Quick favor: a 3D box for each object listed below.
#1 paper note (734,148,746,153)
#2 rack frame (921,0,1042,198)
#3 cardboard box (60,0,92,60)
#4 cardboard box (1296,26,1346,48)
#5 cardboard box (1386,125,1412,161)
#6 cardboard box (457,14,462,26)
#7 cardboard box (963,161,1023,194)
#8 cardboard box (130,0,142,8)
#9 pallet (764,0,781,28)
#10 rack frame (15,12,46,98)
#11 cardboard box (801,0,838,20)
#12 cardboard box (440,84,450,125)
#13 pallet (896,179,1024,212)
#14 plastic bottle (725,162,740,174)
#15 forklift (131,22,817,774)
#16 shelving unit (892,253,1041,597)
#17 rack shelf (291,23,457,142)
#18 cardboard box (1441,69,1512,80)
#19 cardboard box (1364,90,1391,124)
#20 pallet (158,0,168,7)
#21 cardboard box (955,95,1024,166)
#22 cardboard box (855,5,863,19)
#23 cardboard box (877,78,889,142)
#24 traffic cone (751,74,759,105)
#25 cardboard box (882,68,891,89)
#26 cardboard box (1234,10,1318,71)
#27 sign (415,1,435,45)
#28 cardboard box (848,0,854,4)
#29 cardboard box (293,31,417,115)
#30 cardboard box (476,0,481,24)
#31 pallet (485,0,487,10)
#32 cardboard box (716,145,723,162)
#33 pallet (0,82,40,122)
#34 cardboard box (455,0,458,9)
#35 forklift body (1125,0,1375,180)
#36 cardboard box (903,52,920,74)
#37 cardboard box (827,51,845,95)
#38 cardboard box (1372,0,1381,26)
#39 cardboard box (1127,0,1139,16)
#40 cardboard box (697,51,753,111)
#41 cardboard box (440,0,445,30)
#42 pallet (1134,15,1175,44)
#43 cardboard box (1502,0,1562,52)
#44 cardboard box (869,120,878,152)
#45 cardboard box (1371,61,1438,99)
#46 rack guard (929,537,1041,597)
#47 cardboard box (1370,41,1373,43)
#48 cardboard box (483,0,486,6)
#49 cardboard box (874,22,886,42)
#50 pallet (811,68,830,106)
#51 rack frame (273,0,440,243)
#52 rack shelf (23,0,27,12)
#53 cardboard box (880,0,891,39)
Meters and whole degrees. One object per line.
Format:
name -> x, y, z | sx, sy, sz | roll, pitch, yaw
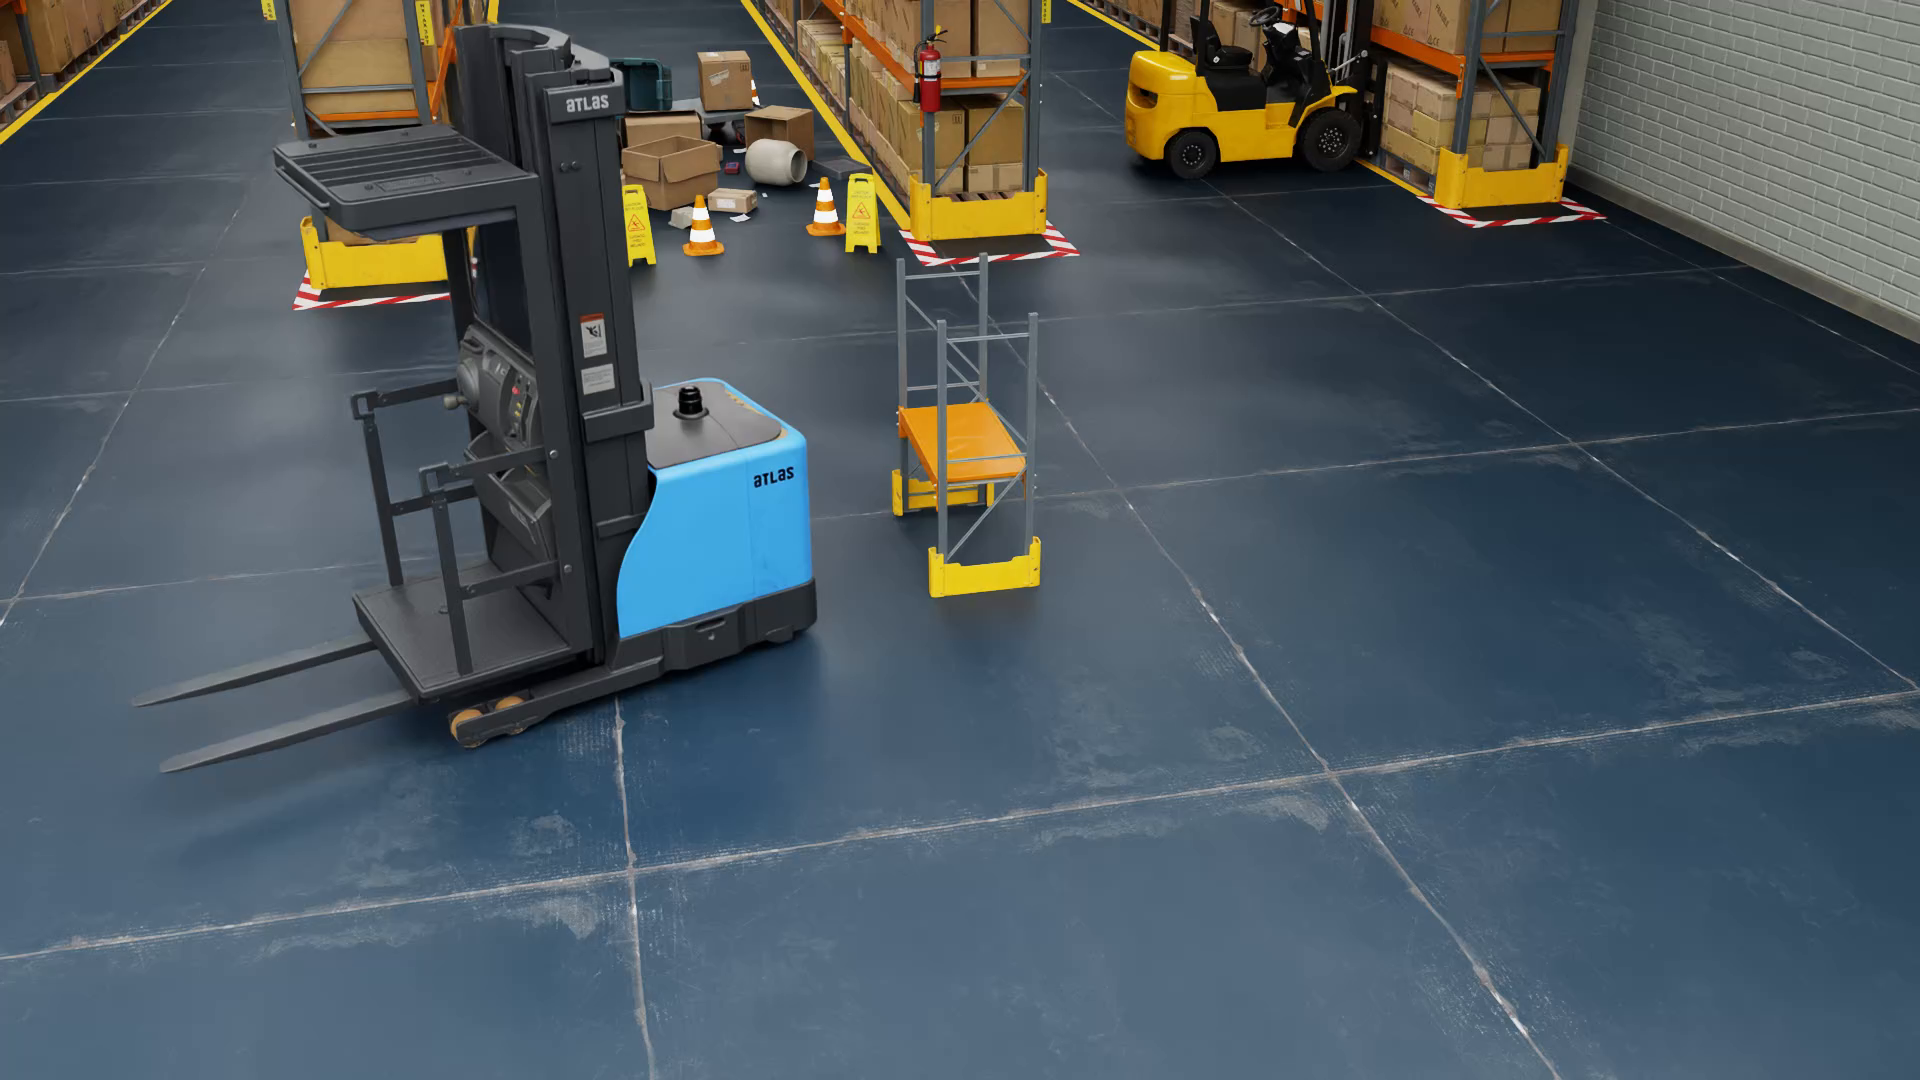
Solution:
paper note -> -2.267, -4.039, 17.217 | 0.148, 0.019, 0.142 | -6, 27, -12
rack frame -> 0.177, -4.014, 13.874 | 1.000, 3.000, 0.127 | -6, 27, -12
cardboard box -> -11.609, -6.456, 20.603 | 1.225, 0.875, 0.875 | -6, 27, -11
cardboard box -> 3.914, -5.438, 18.170 | 0.500, 0.250, 0.500 | -6, 27, -12
cardboard box -> 4.496, -3.873, 16.180 | 0.500, 0.250, 0.500 | -6, 27, -12
cardboard box -> -6.175, -5.502, 18.853 | 1.050, 0.750, 0.750 | -6, 27, -11
cardboard box -> 0.265, -3.356, 15.156 | 0.500, 0.250, 0.500 | -6, 27, -12
cardboard box -> -12.456, -8.208, 24.074 | 0.875, 0.875, 0.875 | -6, 27, -12
pallet -> -2.280, -7.706, 24.283 | 1.003, 0.211, 1.213 | -6, 27, -12
rack frame -> -11.281, -6.520, 18.838 | 1.000, 3.000, 0.127 | -6, 27, -12
cardboard box -> -1.700, -7.077, 21.833 | 0.875, 0.875, 0.875 | -6, 27, -12
cardboard box -> -5.450, -4.179, 16.092 | 0.875, 0.875, 0.875 | -6, 27, -11
pallet -> 0.012, -3.163, 15.282 | 1.003, 0.211, 1.213 | -6, 27, -12
plastic bottle -> -2.260, -3.701, 16.515 | 0.133, 0.061, 0.283 | -1, 27, -3
forklift -> -2.223, -0.654, 7.293 | 3.031, 2.935, 1.130 | -17, 31, -30
shelving unit -> 0.017, -0.636, 8.846 | 0.587, 1.500, 1.083 | -6, 27, -12
rack shelf -> -5.073, -4.024, 14.691 | 1.077, 0.370, 4.000 | -6, 27, -12
cardboard box -> 4.973, -4.375, 16.065 | 0.500, 0.250, 0.500 | -6, 27, -12
cardboard box -> 4.359, -4.330, 16.531 | 0.500, 0.250, 0.500 | -7, 28, -13
pallet -> -12.827, -8.444, 25.745 | 1.003, 0.211, 1.213 | -6, 27, -12
cardboard box -> 0.259, -3.701, 15.007 | 0.500, 0.500, 0.500 | -7, 28, -13
cardboard box -> -0.858, -5.381, 16.861 | 0.380, 0.149, 0.250 | -5, 27, -10
cardboard box -> -0.485, -4.085, 15.767 | 0.500, 0.500, 0.500 | -7, 28, -13
traffic cone -> -2.367, -5.040, 18.721 | 0.336, 0.463, 0.334 | -6, 27, -12
cardboard box -> -0.517, -4.304, 15.482 | 0.380, 0.149, 0.250 | -5, 27, -9
cardboard box -> 3.815, -5.972, 19.923 | 0.875, 0.625, 0.625 | -6, 27, -12
sign -> -4.080, -3.942, 12.683 | 0.100, 0.325, 0.005 | -6, 27, -12
cardboard box -> -0.896, -5.726, 16.824 | 0.500, 0.500, 0.500 | -6, 27, -12
cardboard box -> -4.750, -3.692, 13.070 | 0.875, 0.550, 0.550 | -6, 27, -12
cardboard box -> -6.688, -7.056, 22.209 | 0.500, 0.500, 0.500 | -7, 28, -13
pallet -> -7.791, -8.318, 25.496 | 1.003, 0.211, 1.213 | -6, 27, -12
cardboard box -> -2.632, -3.974, 16.828 | 0.396, 0.266, 0.258 | 19, 32, 32
pallet -> -11.106, -4.932, 18.786 | 1.003, 0.211, 1.213 | -6, 27, -12
cardboard box -> -5.495, -5.747, 17.197 | 0.500, 0.500, 0.500 | -6, 27, -11
forklift body -> 2.808, -4.788, 16.349 | 2.313, 2.155, 1.214 | -6, 27, -12
cardboard box -> -0.280, -4.144, 14.410 | 0.380, 0.149, 0.250 | -6, 27, -12
cardboard box -> -1.010, -5.330, 18.930 | 0.950, 0.372, 0.625 | -4, 27, -8
cardboard box -> 4.298, -5.427, 16.562 | 0.500, 0.500, 0.500 | -6, 27, -11
cardboard box -> 2.682, -7.717, 23.519 | 0.500, 0.500, 0.500 | -5, 27, -9
cardboard box -> -2.451, -4.798, 17.361 | 0.500, 0.500, 0.500 | -6, 27, -12
cardboard box -> -5.429, -5.129, 15.917 | 0.875, 0.550, 0.550 | -6, 27, -12
pallet -> 3.078, -7.118, 23.119 | 1.003, 0.211, 1.213 | -6, 27, -12
cardboard box -> 5.172, -4.810, 15.340 | 0.500, 0.500, 0.500 | -5, 27, -10
cardboard box -> -0.601, -3.978, 16.387 | 0.500, 0.250, 0.500 | -6, 27, -12
cardboard box -> 4.361, -4.540, 16.393 | 0.500, 0.250, 0.500 | -6, 27, -11
rack guard -> 0.129, 0.140, 8.694 | 0.587, 0.250, 0.087 | -6, 27, -12
cardboard box -> 4.539, -5.265, 17.827 | 0.500, 0.250, 0.500 | -6, 27, -12
cardboard box -> -7.096, -7.842, 24.156 | 0.380, 0.149, 0.250 | -7, 28, -14
cardboard box -> -0.602, -4.817, 15.743 | 0.380, 0.149, 0.250 | -6, 27, -12
pallet -> -1.179, -5.403, 19.721 | 1.003, 0.211, 1.213 | -6, 27, -12
rack frame -> -4.622, -3.467, 12.790 | 1.000, 3.000, 0.127 | -6, 27, -12
rack shelf -> -11.731, -7.076, 20.740 | 1.077, 0.370, 4.000 | -6, 27, -12
cardboard box -> -0.431, -4.842, 15.073 | 0.500, 0.500, 0.500 | -6, 27, -12
